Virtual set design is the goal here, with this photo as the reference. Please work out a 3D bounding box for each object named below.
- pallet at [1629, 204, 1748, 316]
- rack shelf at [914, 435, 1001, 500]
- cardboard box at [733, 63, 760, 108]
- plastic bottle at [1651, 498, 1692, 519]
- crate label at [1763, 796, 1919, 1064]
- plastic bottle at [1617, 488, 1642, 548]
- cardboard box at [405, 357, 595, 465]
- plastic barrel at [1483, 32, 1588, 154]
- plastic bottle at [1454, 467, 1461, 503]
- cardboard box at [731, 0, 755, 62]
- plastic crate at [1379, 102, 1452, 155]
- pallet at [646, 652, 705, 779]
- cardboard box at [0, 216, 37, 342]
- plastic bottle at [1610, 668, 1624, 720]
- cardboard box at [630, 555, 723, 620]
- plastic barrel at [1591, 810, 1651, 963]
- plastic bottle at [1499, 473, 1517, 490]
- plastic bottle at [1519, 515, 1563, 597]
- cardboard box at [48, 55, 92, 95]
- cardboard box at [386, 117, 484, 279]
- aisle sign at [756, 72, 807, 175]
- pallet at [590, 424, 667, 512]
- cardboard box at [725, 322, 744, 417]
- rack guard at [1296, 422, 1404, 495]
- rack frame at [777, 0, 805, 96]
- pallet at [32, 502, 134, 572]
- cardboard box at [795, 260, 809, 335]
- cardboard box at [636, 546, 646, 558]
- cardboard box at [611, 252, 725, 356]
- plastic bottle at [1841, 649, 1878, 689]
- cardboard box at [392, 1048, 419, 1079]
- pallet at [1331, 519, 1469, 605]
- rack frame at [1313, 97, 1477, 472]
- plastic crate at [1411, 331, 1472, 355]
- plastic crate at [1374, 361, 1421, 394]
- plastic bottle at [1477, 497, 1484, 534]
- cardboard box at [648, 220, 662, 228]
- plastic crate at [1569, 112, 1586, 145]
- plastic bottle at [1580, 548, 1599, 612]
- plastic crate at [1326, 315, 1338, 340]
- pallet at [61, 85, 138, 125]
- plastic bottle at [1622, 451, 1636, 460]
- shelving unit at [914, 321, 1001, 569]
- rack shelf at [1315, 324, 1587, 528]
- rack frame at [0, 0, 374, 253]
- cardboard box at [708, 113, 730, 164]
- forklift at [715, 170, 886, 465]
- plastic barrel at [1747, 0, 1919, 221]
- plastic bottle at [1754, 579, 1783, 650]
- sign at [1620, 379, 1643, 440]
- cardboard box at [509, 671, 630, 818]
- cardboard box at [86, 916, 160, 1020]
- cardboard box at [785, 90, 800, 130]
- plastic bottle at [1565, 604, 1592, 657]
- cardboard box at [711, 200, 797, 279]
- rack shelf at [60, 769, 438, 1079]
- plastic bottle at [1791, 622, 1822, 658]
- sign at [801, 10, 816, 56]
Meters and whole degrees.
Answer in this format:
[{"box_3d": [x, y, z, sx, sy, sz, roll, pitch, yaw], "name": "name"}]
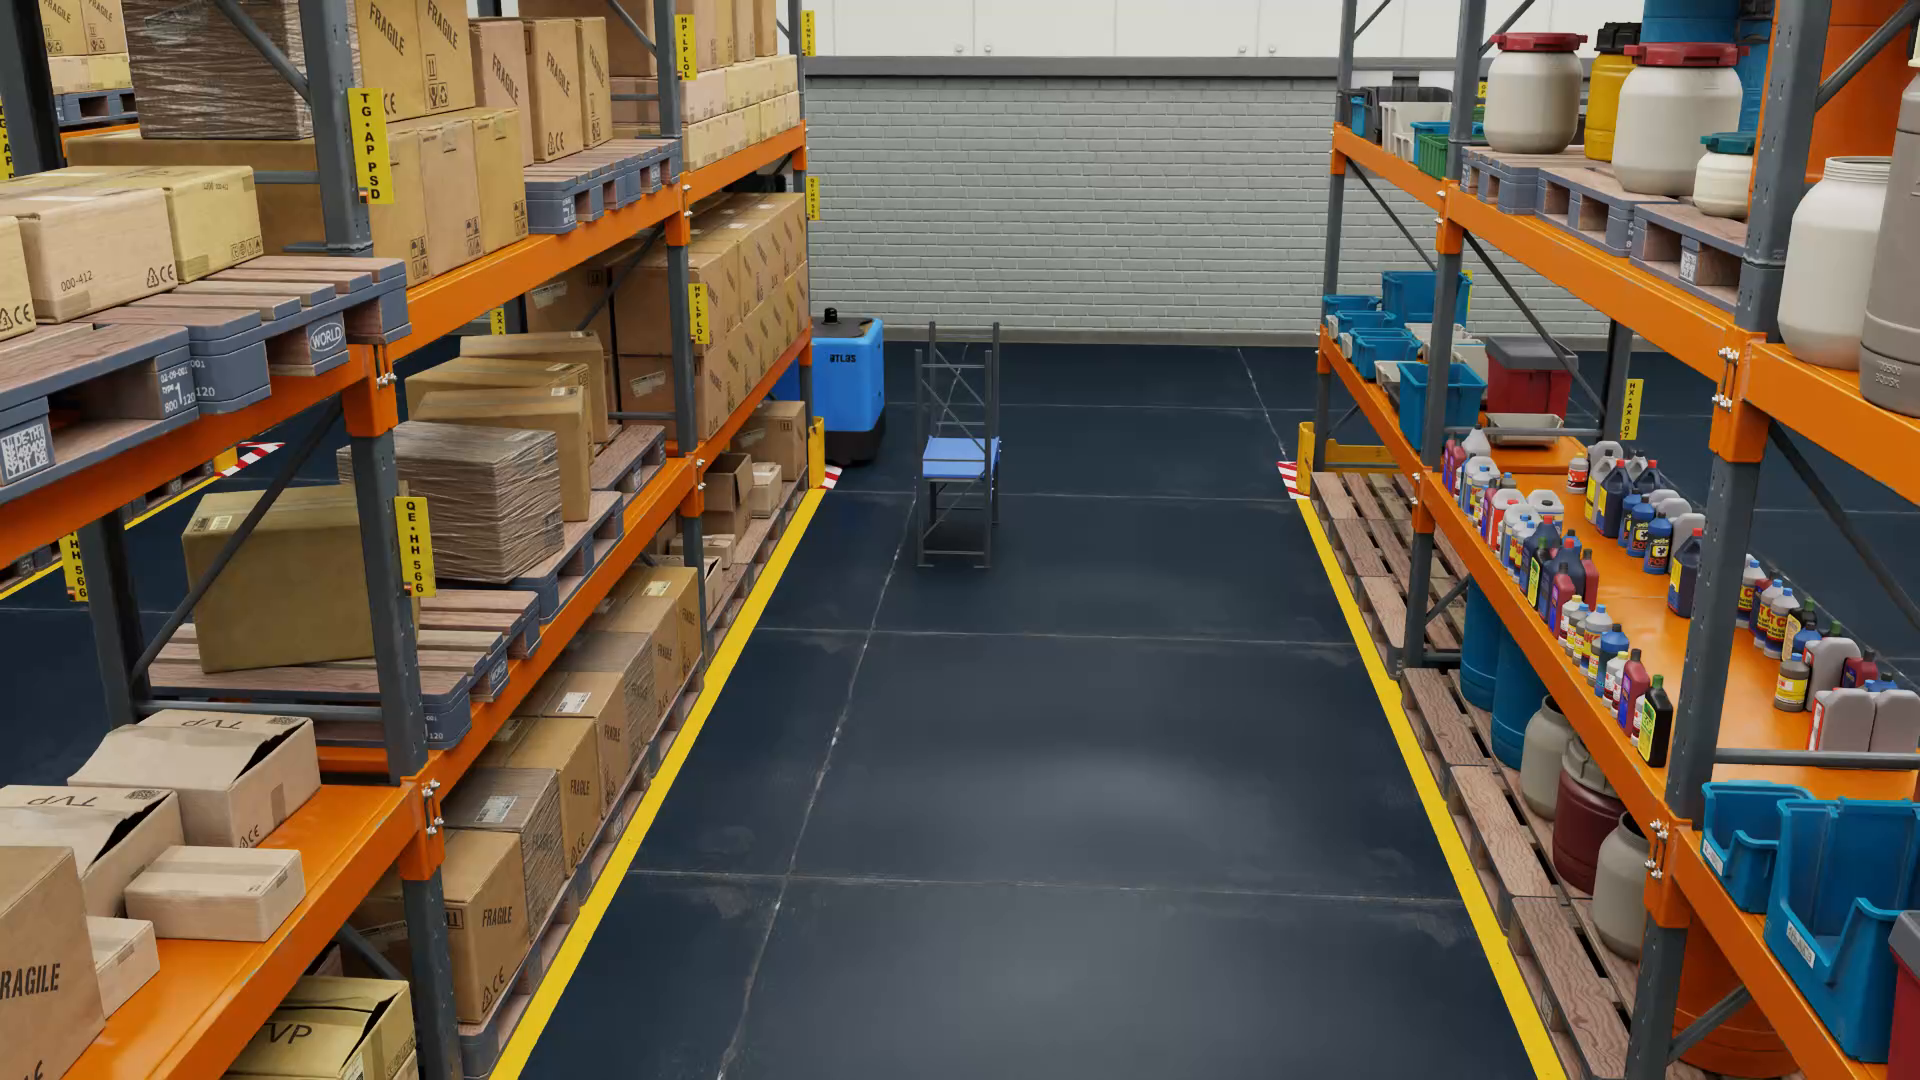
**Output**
[{"box_3d": [2.845, -0.897, 5.330, 1.003, 0.211, 1.213, 1, 18, 4], "name": "pallet"}, {"box_3d": [-0.006, -0.515, 11.665, 0.538, 0.185, 1.000, 1, 18, 4], "name": "rack shelf"}, {"box_3d": [-1.562, -2.883, 10.525, 0.500, 0.250, 0.500, 1, 18, 4], "name": "cardboard box"}, {"box_3d": [3.201, -0.068, 7.513, 0.152, 0.276, 0.135, 1, 18, 4], "name": "plastic bottle"}, {"box_3d": [2.351, 0.960, 4.121, 0.502, 0.435, 0.616, 1, 18, 4], "name": "crate label"}, {"box_3d": [3.085, -0.105, 7.632, 0.097, 0.271, 0.097, 0, 18, 0], "name": "plastic bottle"}, {"box_3d": [-2.204, -0.570, 8.011, 0.700, 0.500, 0.500, 4, 19, 13], "name": "cardboard box"}, {"box_3d": [2.691, -2.100, 7.805, 0.433, 0.535, 0.433, 0, 18, 0], "name": "plastic barrel"}, {"box_3d": [2.528, -0.292, 8.316, 0.097, 0.201, 0.097, 0, 18, 0], "name": "plastic bottle"}, {"box_3d": [-1.744, -3.400, 10.897, 0.700, 0.500, 0.500, 1, 18, 4], "name": "cardboard box"}, {"box_3d": [2.799, -2.499, 10.104, 0.437, 0.282, 0.530, 1, 18, 4], "name": "plastic crate"}, {"box_3d": [-1.982, 0.898, 8.842, 1.003, 0.211, 1.213, 1, 18, 4], "name": "pallet"}, {"box_3d": [-2.296, -0.509, 3.408, 0.500, 0.250, 0.500, 1, 18, 3], "name": "cardboard box"}, {"box_3d": [2.339, 0.526, 5.820, 0.097, 0.201, 0.097, 0, 18, 0], "name": "plastic bottle"}, {"box_3d": [-1.716, 0.263, 9.915, 0.500, 0.311, 0.500, 1, 18, 4], "name": "cardboard box"}, {"box_3d": [2.662, 1.327, 6.378, 0.421, 0.512, 0.421, 0, 18, 0], "name": "plastic barrel"}, {"box_3d": [2.665, -0.228, 8.121, 0.097, 0.201, 0.097, 0, 18, 0], "name": "plastic bottle"}, {"box_3d": [2.453, 0.060, 7.003, 0.144, 0.351, 0.185, 1, 18, 4], "name": "plastic bottle"}, {"box_3d": [-6.440, -3.238, 11.577, 0.500, 0.250, 0.500, 1, 18, 2], "name": "cardboard box"}, {"box_3d": [-2.214, -1.206, 5.807, 0.910, 0.500, 0.500, 1, 18, 4], "name": "cardboard box"}, {"box_3d": [-1.364, -3.172, 12.612, 0.394, 0.787, 0.004, 1, 18, 4], "name": "aisle sign"}, {"box_3d": [-2.128, -0.343, 8.462, 1.003, 0.211, 1.213, 1, 18, 4], "name": "pallet"}, {"box_3d": [-1.620, -1.039, 10.116, 0.500, 0.500, 0.500, 2, 18, 5], "name": "cardboard box"}, {"box_3d": [3.254, -0.631, 13.045, 1.175, 0.500, 0.348, 1, 18, 4], "name": "rack guard"}, {"box_3d": [-1.675, -4.773, 12.039, 1.000, 3.000, 0.127, 1, 18, 4], "name": "rack frame"}, {"box_3d": [-6.685, -0.079, 11.825, 1.003, 0.211, 1.213, 1, 18, 4], "name": "pallet"}, {"box_3d": [-1.435, -1.825, 12.515, 0.500, 0.500, 0.500, 2, 18, 6], "name": "cardboard box"}, {"box_3d": [-2.203, 0.115, 10.062, 0.500, 0.500, 0.500, 1, 18, 4], "name": "cardboard box"}, {"box_3d": [-1.647, -1.343, 9.438, 0.500, 0.500, 0.500, 2, 18, 5], "name": "cardboard box"}, {"box_3d": [3.115, 0.501, 5.764, 0.061, 0.283, 0.133, 1, 18, 4], "name": "plastic bottle"}, {"box_3d": [-2.043, 1.838, 5.238, 0.500, 0.250, 0.500, 2, 18, 5], "name": "cardboard box"}, {"box_3d": [3.078, 0.147, 11.134, 1.003, 0.211, 1.213, 1, 18, 4], "name": "pallet"}, {"box_3d": [3.266, -1.811, 12.632, 1.000, 3.000, 0.127, 1, 18, 4], "name": "rack frame"}, {"box_3d": [3.353, -1.367, 11.605, 0.396, 0.136, 0.243, 1, 18, 4], "name": "plastic crate"}, {"box_3d": [2.804, -1.019, 10.544, 0.293, 0.136, 0.466, 1, 18, 4], "name": "plastic crate"}, {"box_3d": [2.490, -0.129, 7.820, 0.097, 0.201, 0.097, 0, 18, 0], "name": "plastic bottle"}, {"box_3d": [-2.076, -1.838, 10.948, 0.500, 0.500, 0.500, 1, 18, 3], "name": "cardboard box"}, {"box_3d": [3.341, -2.312, 9.553, 0.497, 0.269, 0.590, 1, 18, 4], "name": "plastic crate"}, {"box_3d": [2.535, 0.185, 6.729, 0.061, 0.283, 0.133, 1, 18, 4], "name": "plastic bottle"}, {"box_3d": [2.814, -1.547, 12.154, 0.250, 0.136, 0.298, 1, 18, 4], "name": "plastic crate"}, {"box_3d": [-6.659, -3.185, 12.150, 1.003, 0.211, 1.213, 1, 18, 4], "name": "pallet"}, {"box_3d": [3.302, -0.311, 8.241, 0.061, 0.283, 0.133, 1, 18, 4], "name": "plastic bottle"}, {"box_3d": [-0.006, -0.686, 11.609, 0.538, 1.500, 1.048, 1, 18, 4], "name": "shelving unit"}, {"box_3d": [3.122, -0.848, 10.848, 1.077, 0.370, 4.000, 1, 18, 4], "name": "rack shelf"}, {"box_3d": [-2.248, -2.289, 4.456, 1.000, 3.000, 0.127, 1, 18, 4], "name": "rack frame"}, {"box_3d": [-1.640, -2.335, 9.656, 0.500, 0.250, 0.500, 1, 18, 4], "name": "cardboard box"}, {"box_3d": [-2.191, -2.176, 13.858, 3.031, 2.935, 1.130, 1, 18, 4], "name": "forklift"}, {"box_3d": [2.736, -1.332, 4.988, 0.600, 0.830, 0.708, 1, 18, 4], "name": "plastic barrel"}, {"box_3d": [3.148, 0.285, 6.442, 0.097, 0.271, 0.097, 0, 18, 0], "name": "plastic bottle"}, {"box_3d": [3.528, -0.687, 8.758, 0.100, 0.325, 0.005, 1, 18, 4], "name": "sign"}, {"box_3d": [-1.825, 0.925, 7.590, 0.500, 0.500, 0.500, 1, 18, 2], "name": "cardboard box"}, {"box_3d": [-2.283, 1.079, 4.217, 0.380, 0.149, 0.250, 3, 18, 8], "name": "cardboard box"}, {"box_3d": [-1.448, -3.111, 12.025, 0.500, 0.250, 0.500, 1, 18, 4], "name": "cardboard box"}, {"box_3d": [2.381, 0.345, 6.373, 0.097, 0.201, 0.097, 0, 18, 0], "name": "plastic bottle"}, {"box_3d": [-1.468, -2.144, 11.882, 0.500, 0.500, 0.500, 2, 18, 5], "name": "cardboard box"}, {"box_3d": [-2.391, 1.525, 3.607, 1.077, 0.370, 4.000, 1, 18, 4], "name": "rack shelf"}, {"box_3d": [3.054, 0.427, 6.008, 0.097, 0.271, 0.097, 0, 18, 0], "name": "plastic bottle"}, {"box_3d": [-1.123, -3.750, 12.311, 0.100, 0.325, 0.005, 1, 18, 4], "name": "sign"}]
